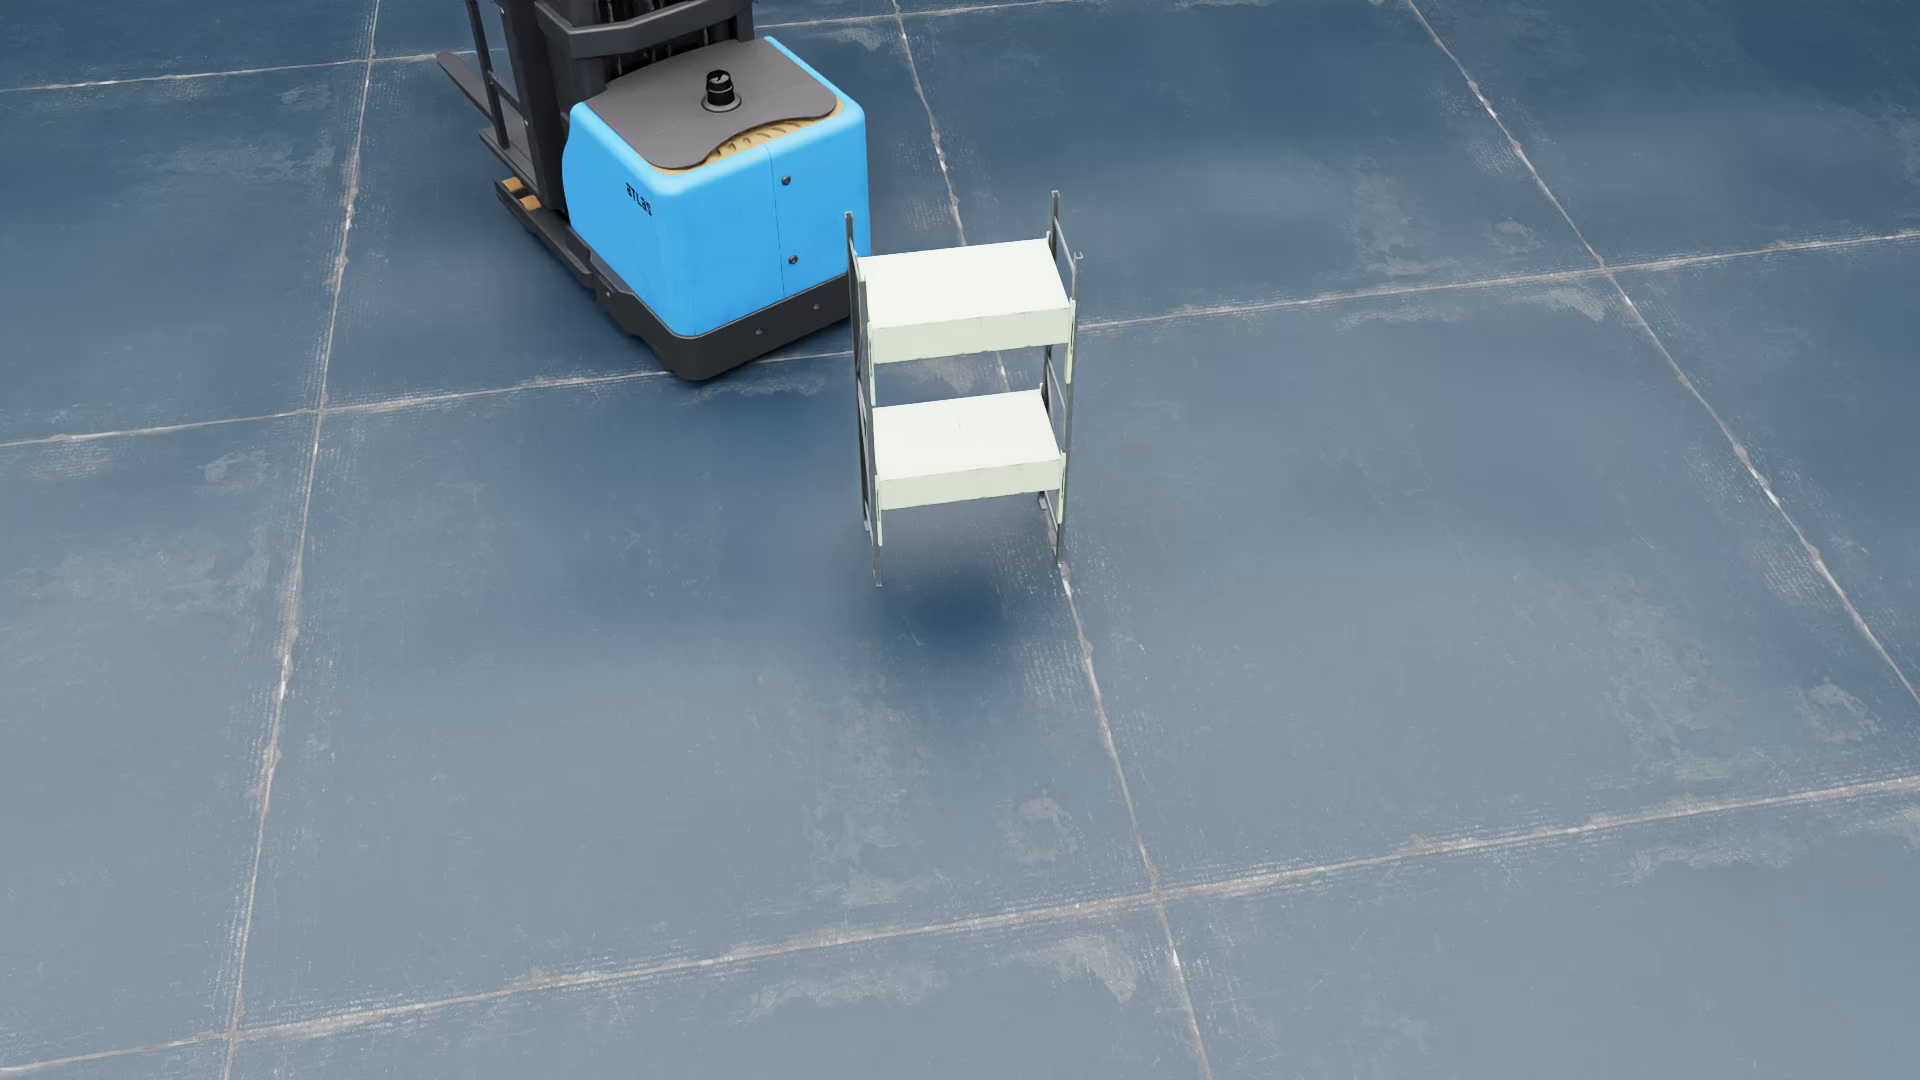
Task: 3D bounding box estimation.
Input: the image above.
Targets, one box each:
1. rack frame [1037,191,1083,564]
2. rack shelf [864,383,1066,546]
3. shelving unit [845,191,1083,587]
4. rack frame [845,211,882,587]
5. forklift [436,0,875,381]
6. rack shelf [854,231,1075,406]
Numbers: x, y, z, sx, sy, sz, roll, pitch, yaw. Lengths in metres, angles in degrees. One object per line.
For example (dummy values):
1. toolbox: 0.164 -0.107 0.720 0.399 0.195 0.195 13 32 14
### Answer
1. rack frame: 0.367 -0.566 6.254 0.023 1.500 0.400 -7 46 -7
2. rack shelf: 0.007 -0.295 6.445 0.720 0.370 0.431 -7 46 -7
3. shelving unit: 0.007 -0.521 6.211 0.755 1.500 0.431 -7 46 -7
4. rack frame: -0.354 -0.476 6.167 0.023 1.500 0.400 -7 46 -7
5. forklift: -1.663 -2.740 7.355 1.130 2.935 3.031 -28 52 -24
6. rack shelf: 0.007 -0.792 5.930 0.720 0.370 0.431 -7 46 -7
